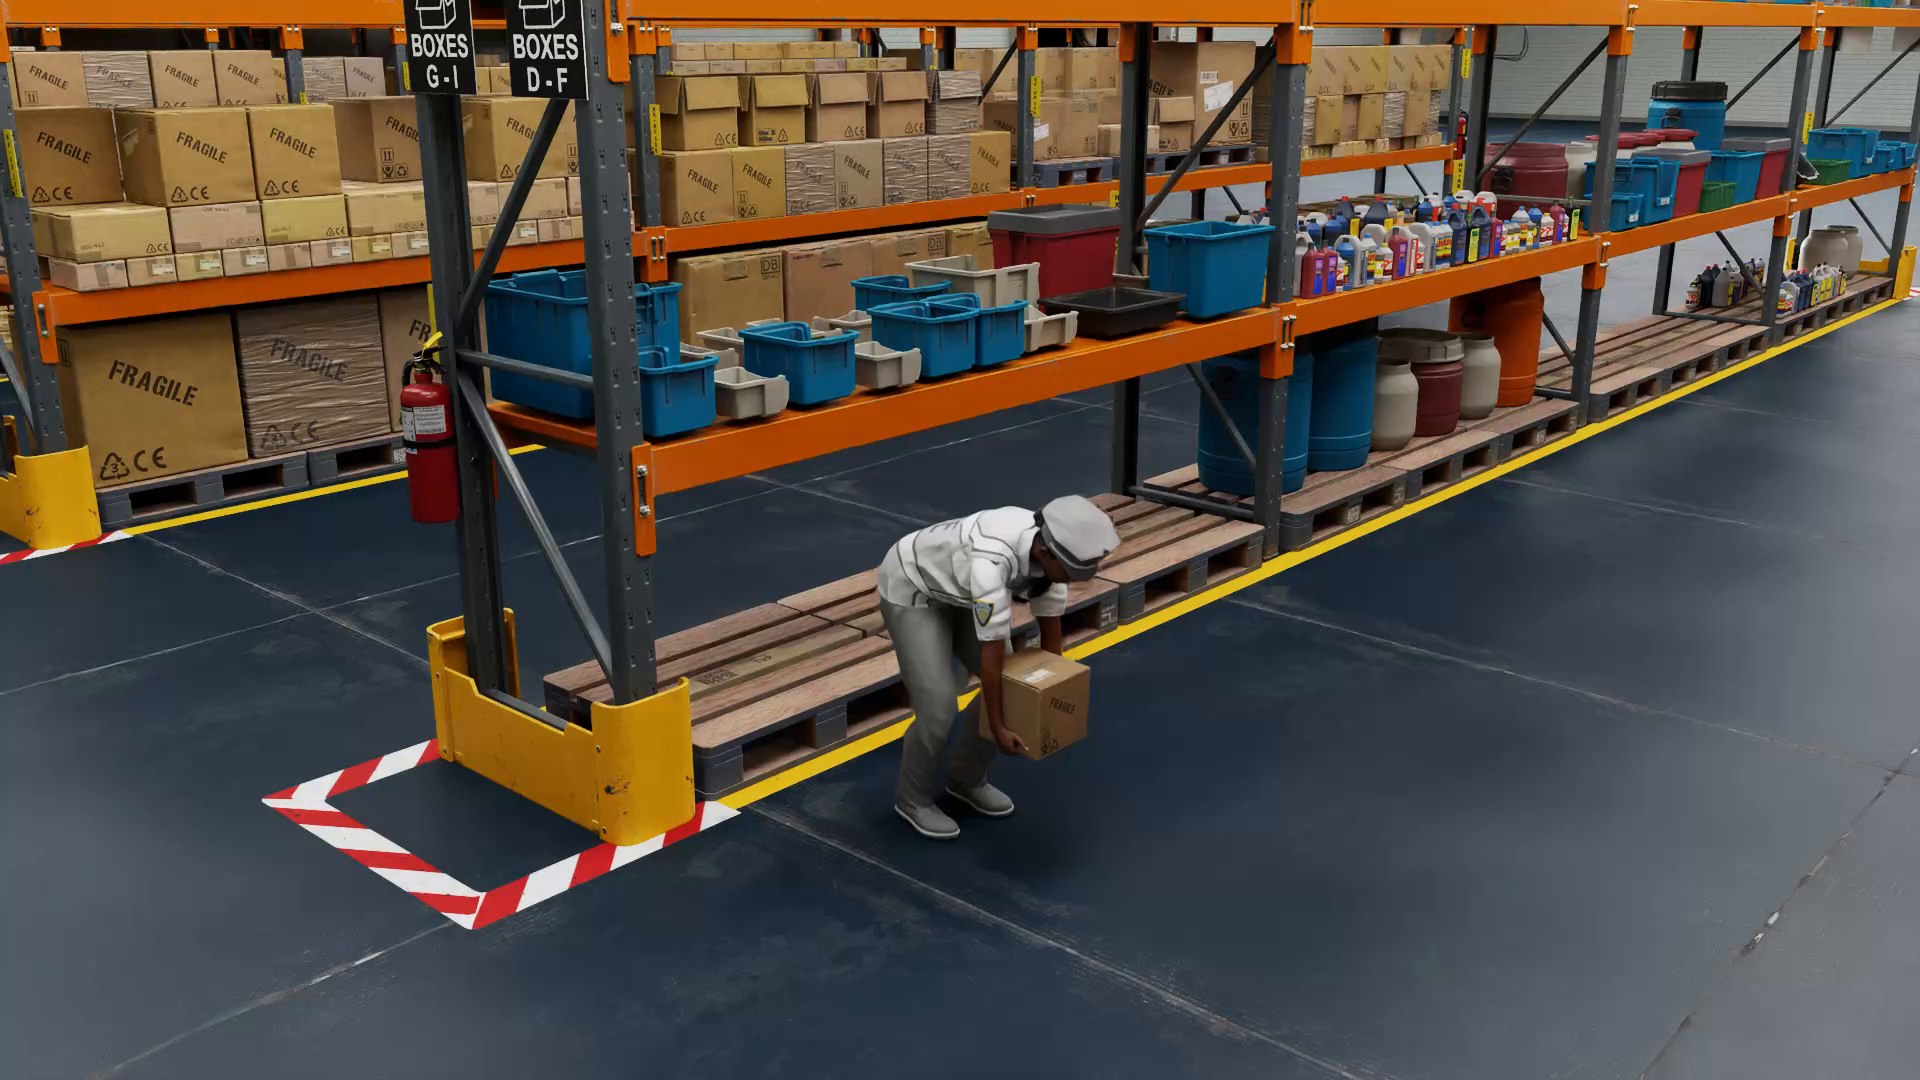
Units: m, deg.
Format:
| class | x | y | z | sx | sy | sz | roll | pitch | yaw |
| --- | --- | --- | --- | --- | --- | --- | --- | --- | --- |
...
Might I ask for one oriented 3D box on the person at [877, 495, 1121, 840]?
| class | x | y | z | sx | sy | sz | roll | pitch | yaw |
| --- | --- | --- | --- | --- | --- | --- | --- | --- | --- |
| person | 0.115 | 0.410 | 5.463 | 0.433 | 1.236 | 0.907 | -16 | 23 | -42 |
